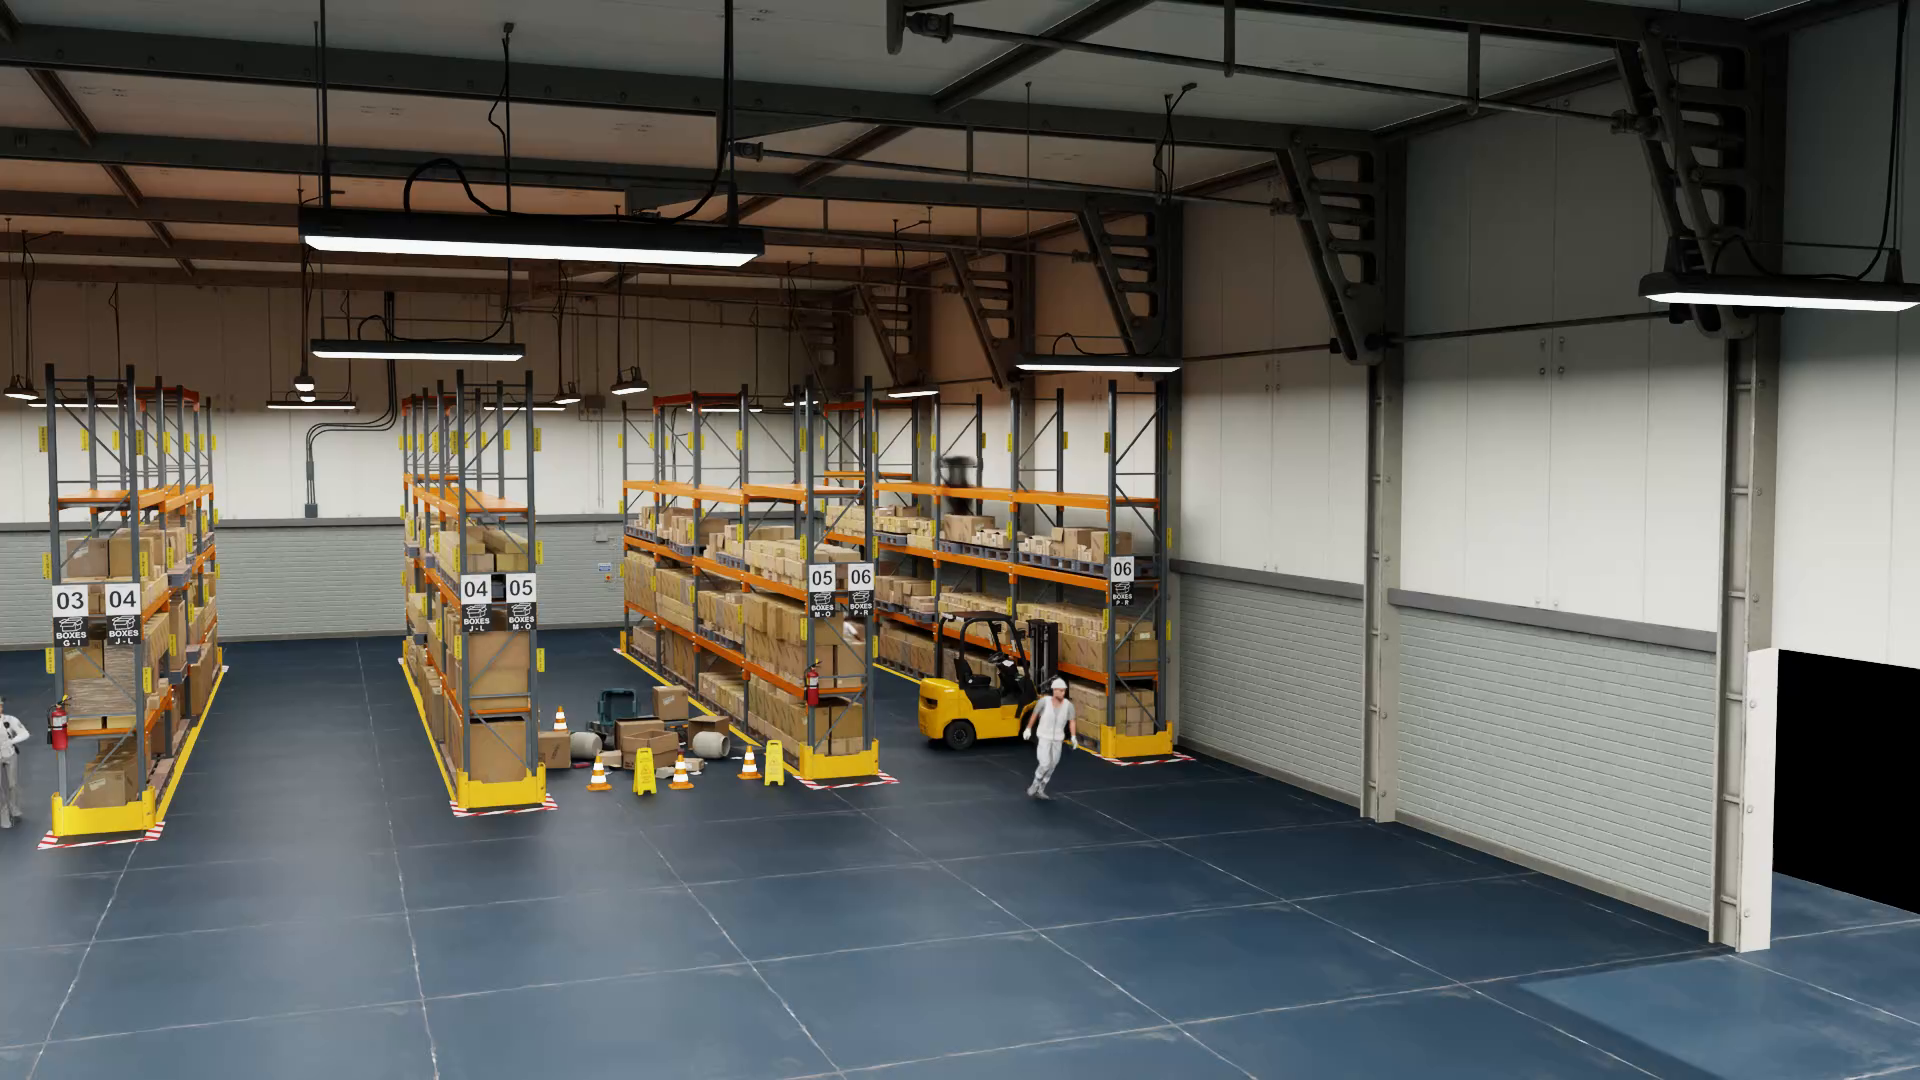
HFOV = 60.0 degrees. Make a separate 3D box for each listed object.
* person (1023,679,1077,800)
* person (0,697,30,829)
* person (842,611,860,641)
[{"bbox_3d":[1.281,2.775,23.169,0.645,1.728,0.673,-1,3,-17],"label":"person"},{"bbox_3d":[-12.585,2.890,21.781,0.712,1.743,0.677,-2,4,-29],"label":"person"},{"bbox_3d":[-2.369,2.254,33.999,0.686,1.578,0.507,0,3,1],"label":"person"}]
